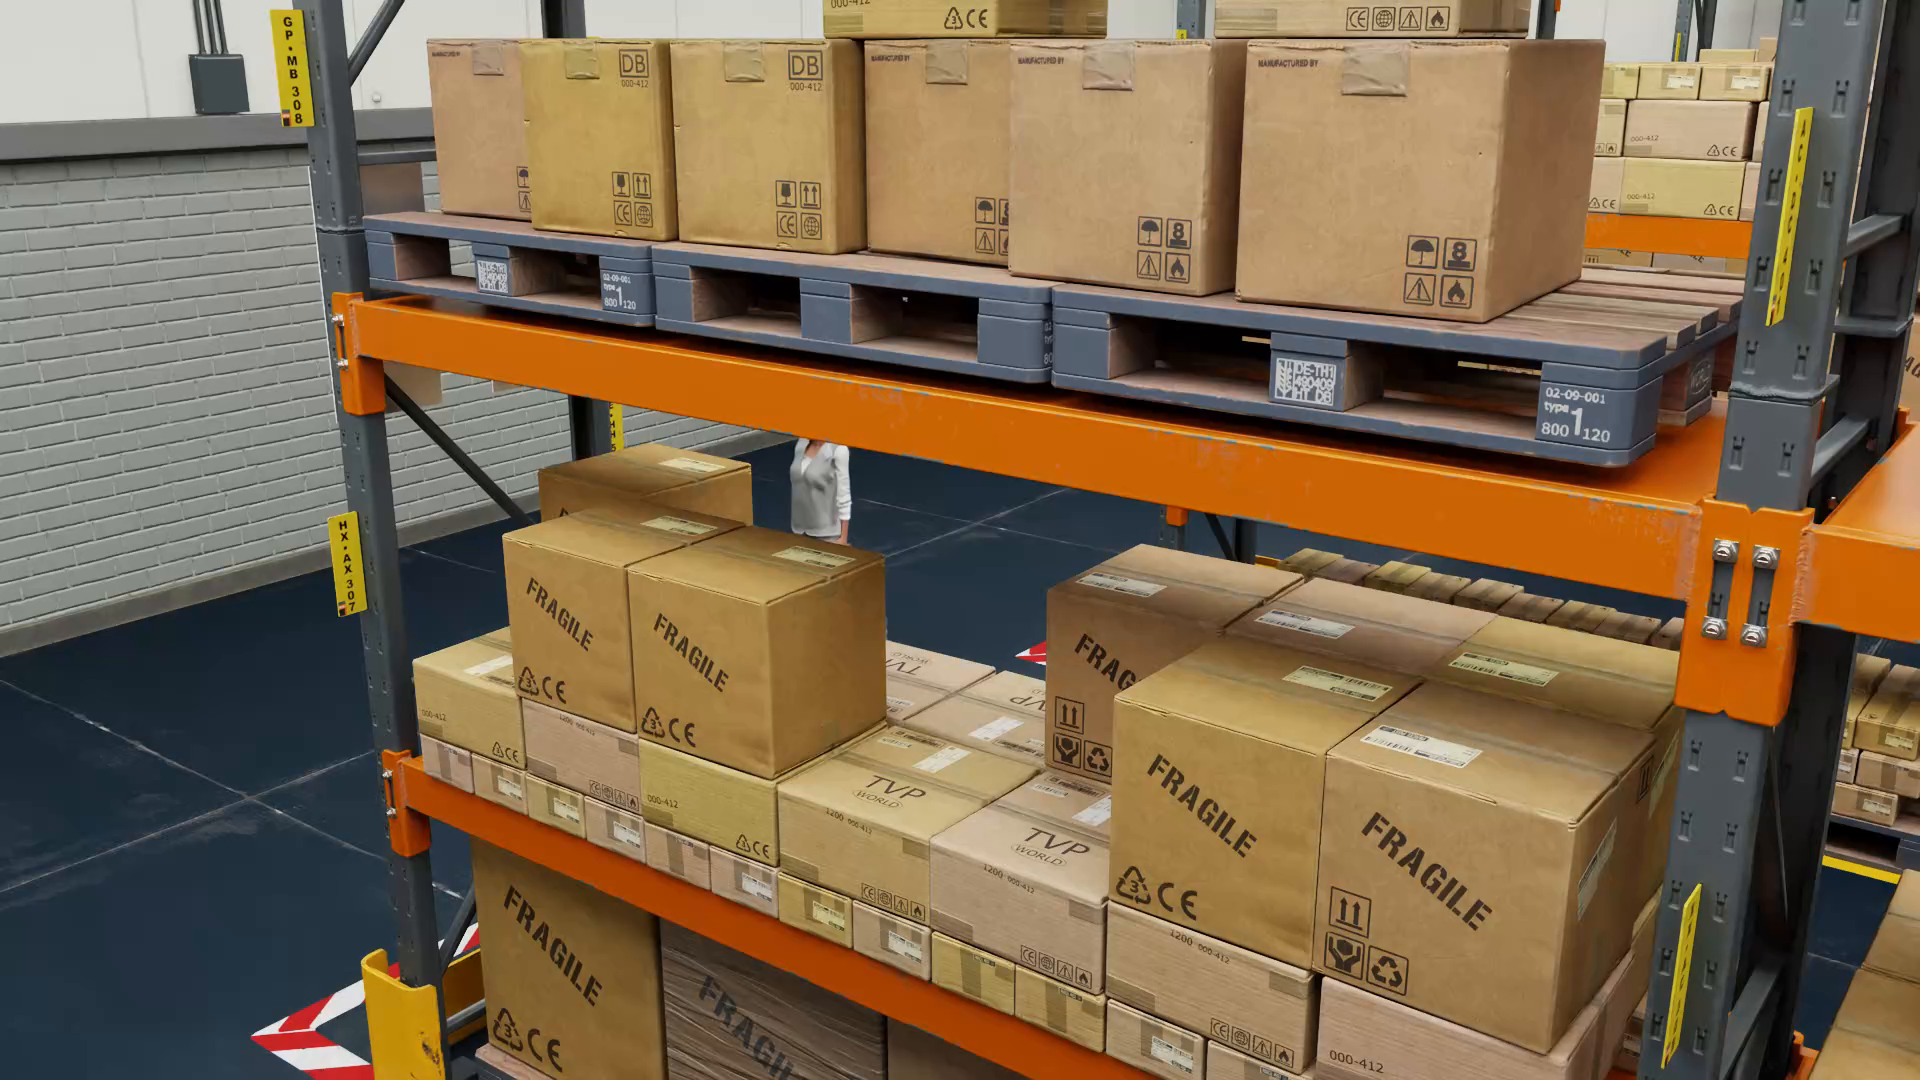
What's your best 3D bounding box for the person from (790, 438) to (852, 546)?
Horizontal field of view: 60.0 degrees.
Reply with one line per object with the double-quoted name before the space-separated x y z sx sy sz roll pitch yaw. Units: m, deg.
"person" -0.815 -0.035 9.677 0.413 1.601 0.370 13 21 36
